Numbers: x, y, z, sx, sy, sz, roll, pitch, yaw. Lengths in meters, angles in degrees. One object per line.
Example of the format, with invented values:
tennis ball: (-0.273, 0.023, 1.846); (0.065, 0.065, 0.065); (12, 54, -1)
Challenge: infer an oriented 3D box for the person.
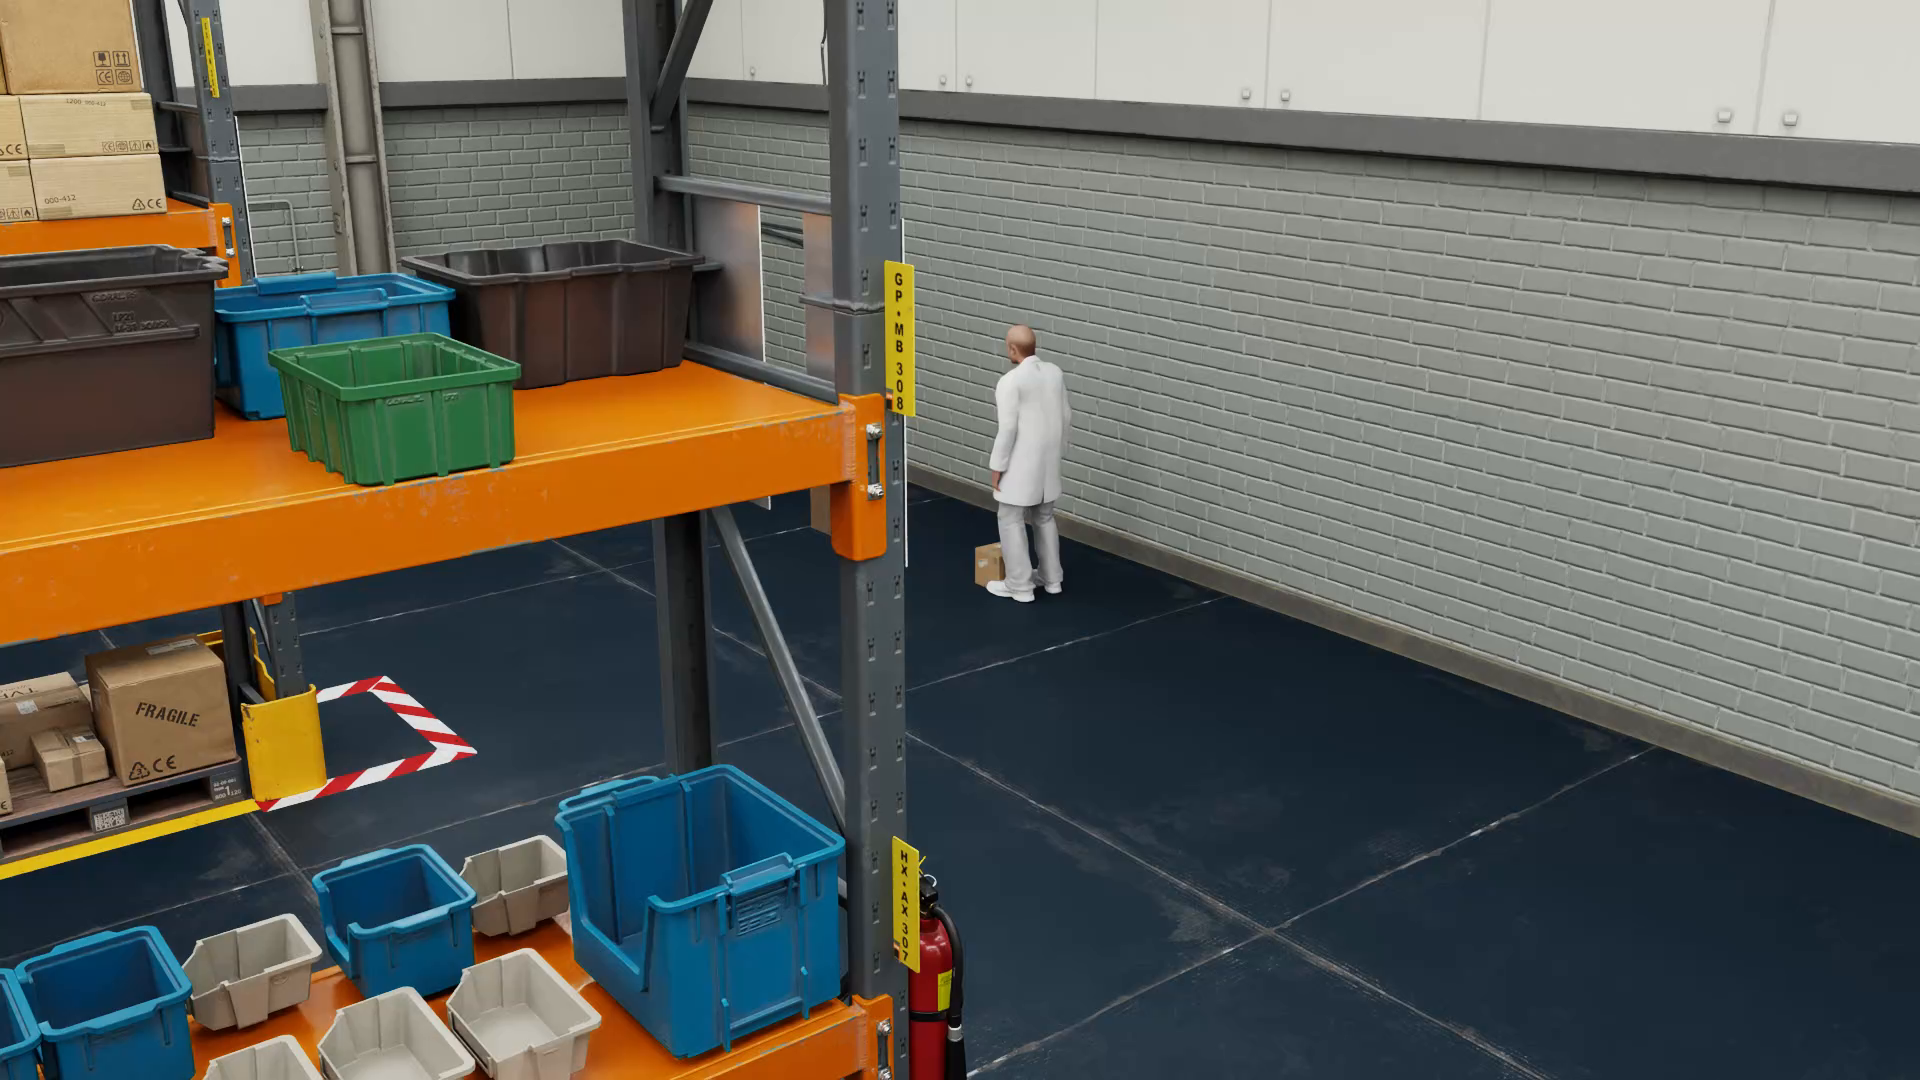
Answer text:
person: (0.434, -0.494, 10.650); (0.642, 1.772, 0.428); (-15, 23, -39)
